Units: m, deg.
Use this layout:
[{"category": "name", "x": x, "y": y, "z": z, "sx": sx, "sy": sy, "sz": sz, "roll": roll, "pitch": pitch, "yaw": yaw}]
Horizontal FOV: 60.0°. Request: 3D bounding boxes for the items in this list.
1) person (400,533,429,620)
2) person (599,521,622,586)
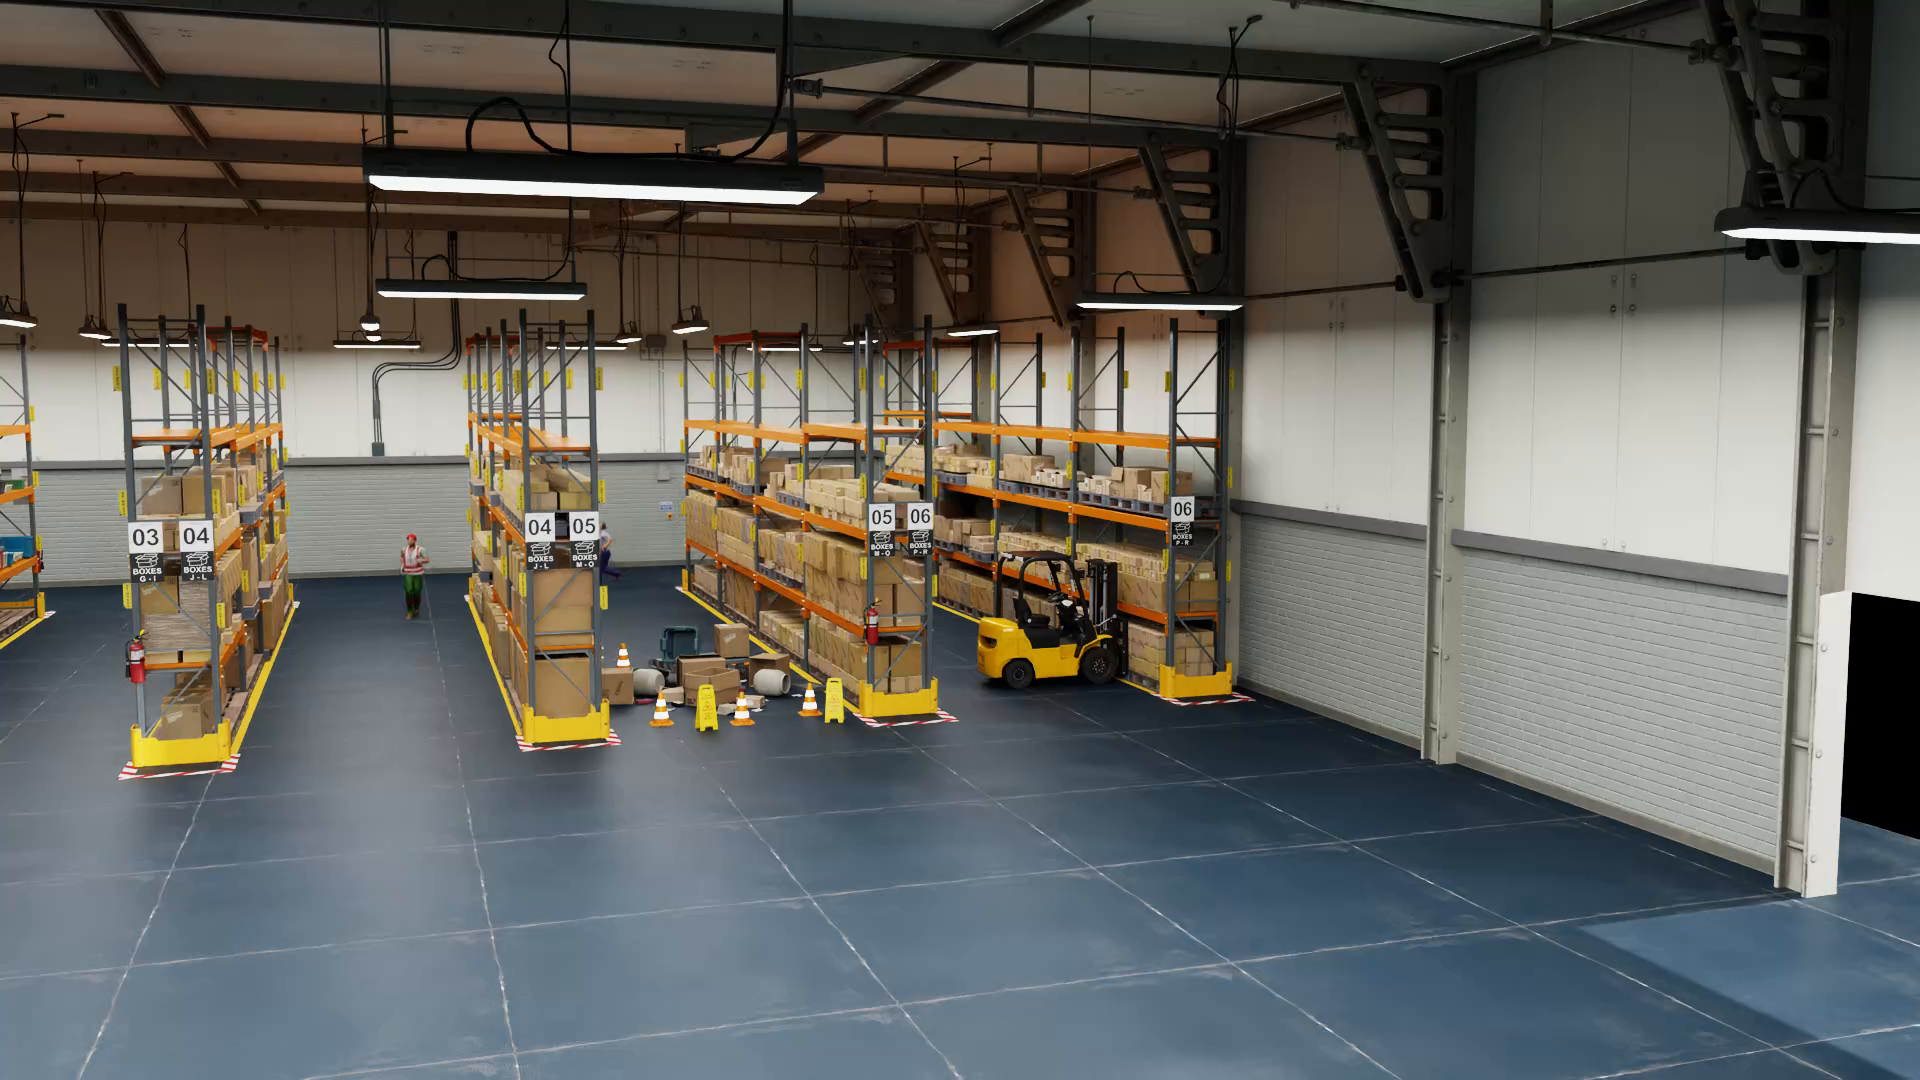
[{"category": "person", "x": -11.593, "y": 0.776, "z": 35.343, "sx": 0.616, "sy": 1.852, "sz": 0.783, "roll": -1, "pitch": 6, "yaw": -12}, {"category": "person", "x": -8.631, "y": 0.366, "z": 40.504, "sx": 0.838, "sy": 1.648, "sz": 0.616, "roll": -2, "pitch": 6, "yaw": -20}]
